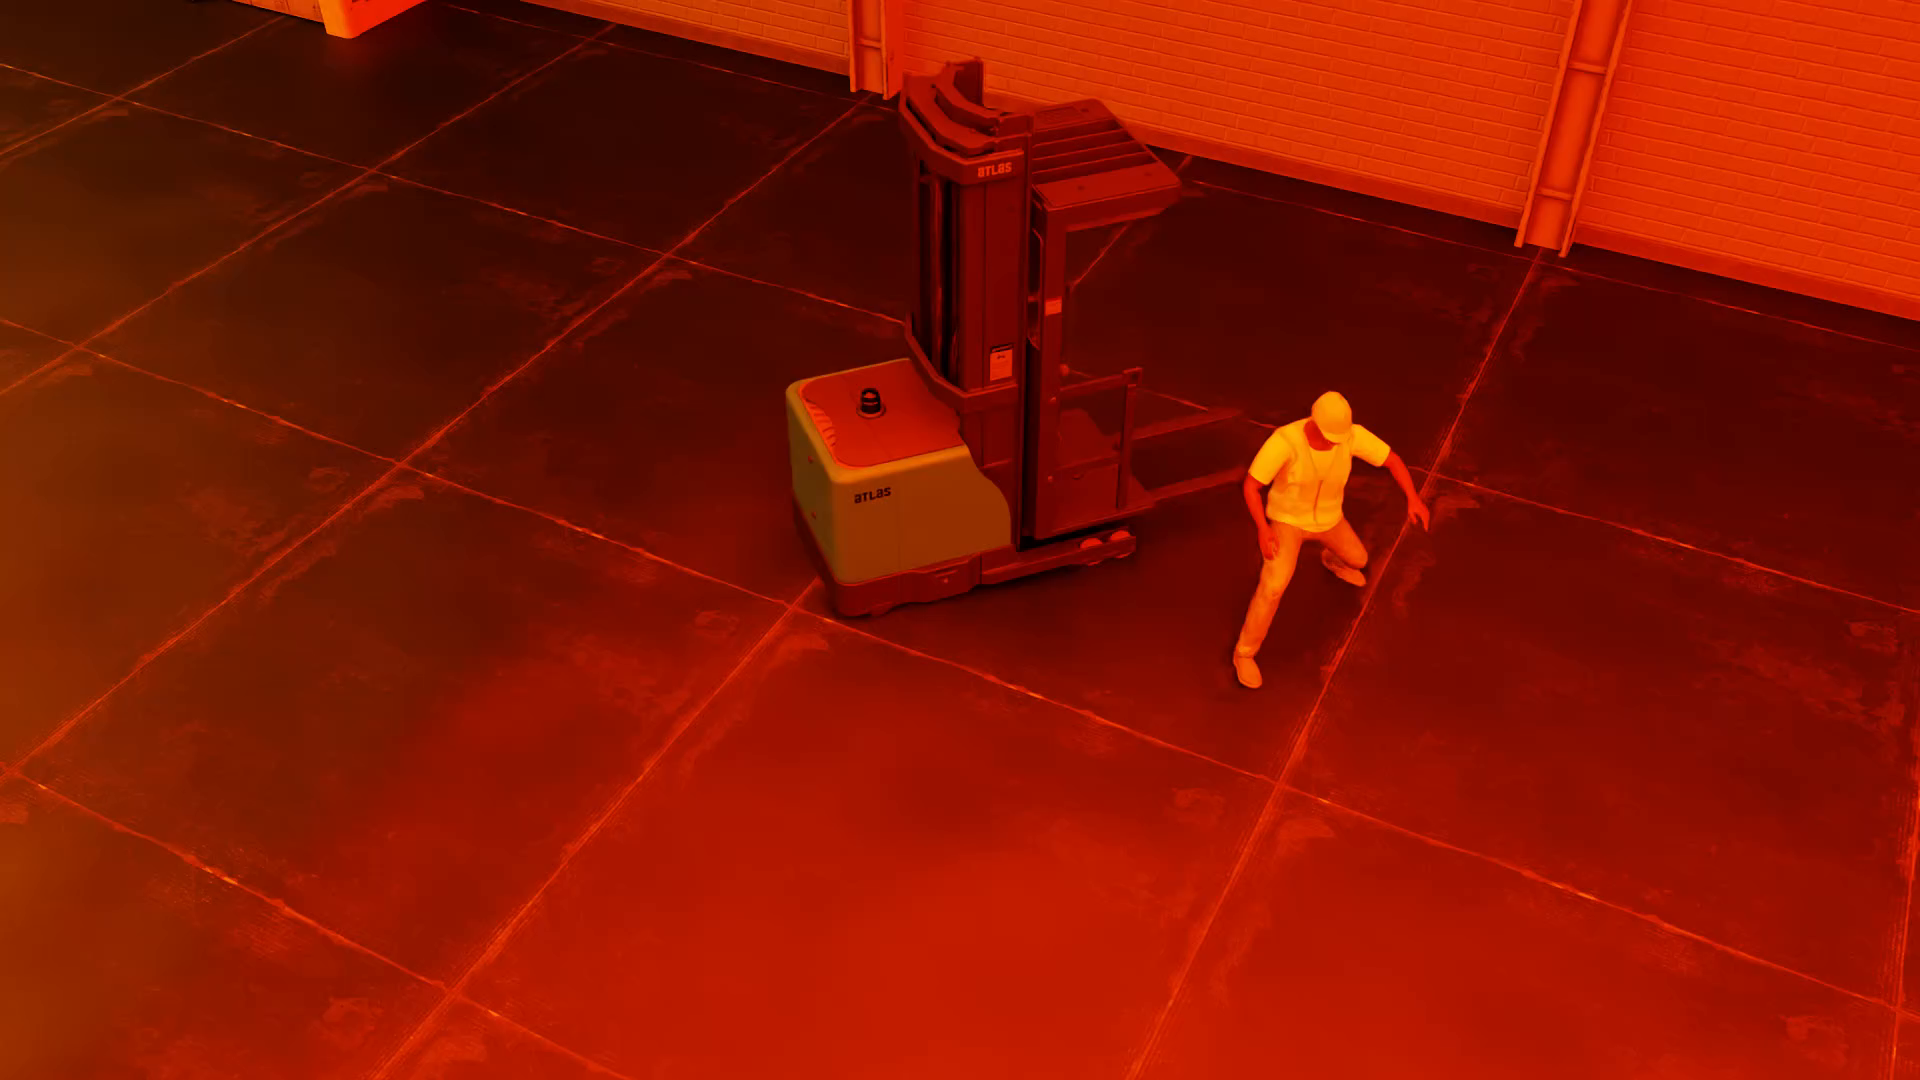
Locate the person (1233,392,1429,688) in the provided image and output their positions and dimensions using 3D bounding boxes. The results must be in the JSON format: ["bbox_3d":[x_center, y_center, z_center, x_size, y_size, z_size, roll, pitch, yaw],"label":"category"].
[{"bbox_3d":[1.992,-0.099,9.180,1.065,1.606,0.996,-8,41,-9],"label":"person"}]

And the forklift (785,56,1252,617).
[{"bbox_3d":[0.535,-1.270,9.495,3.031,2.935,1.130,-14,42,-16],"label":"forklift"}]
